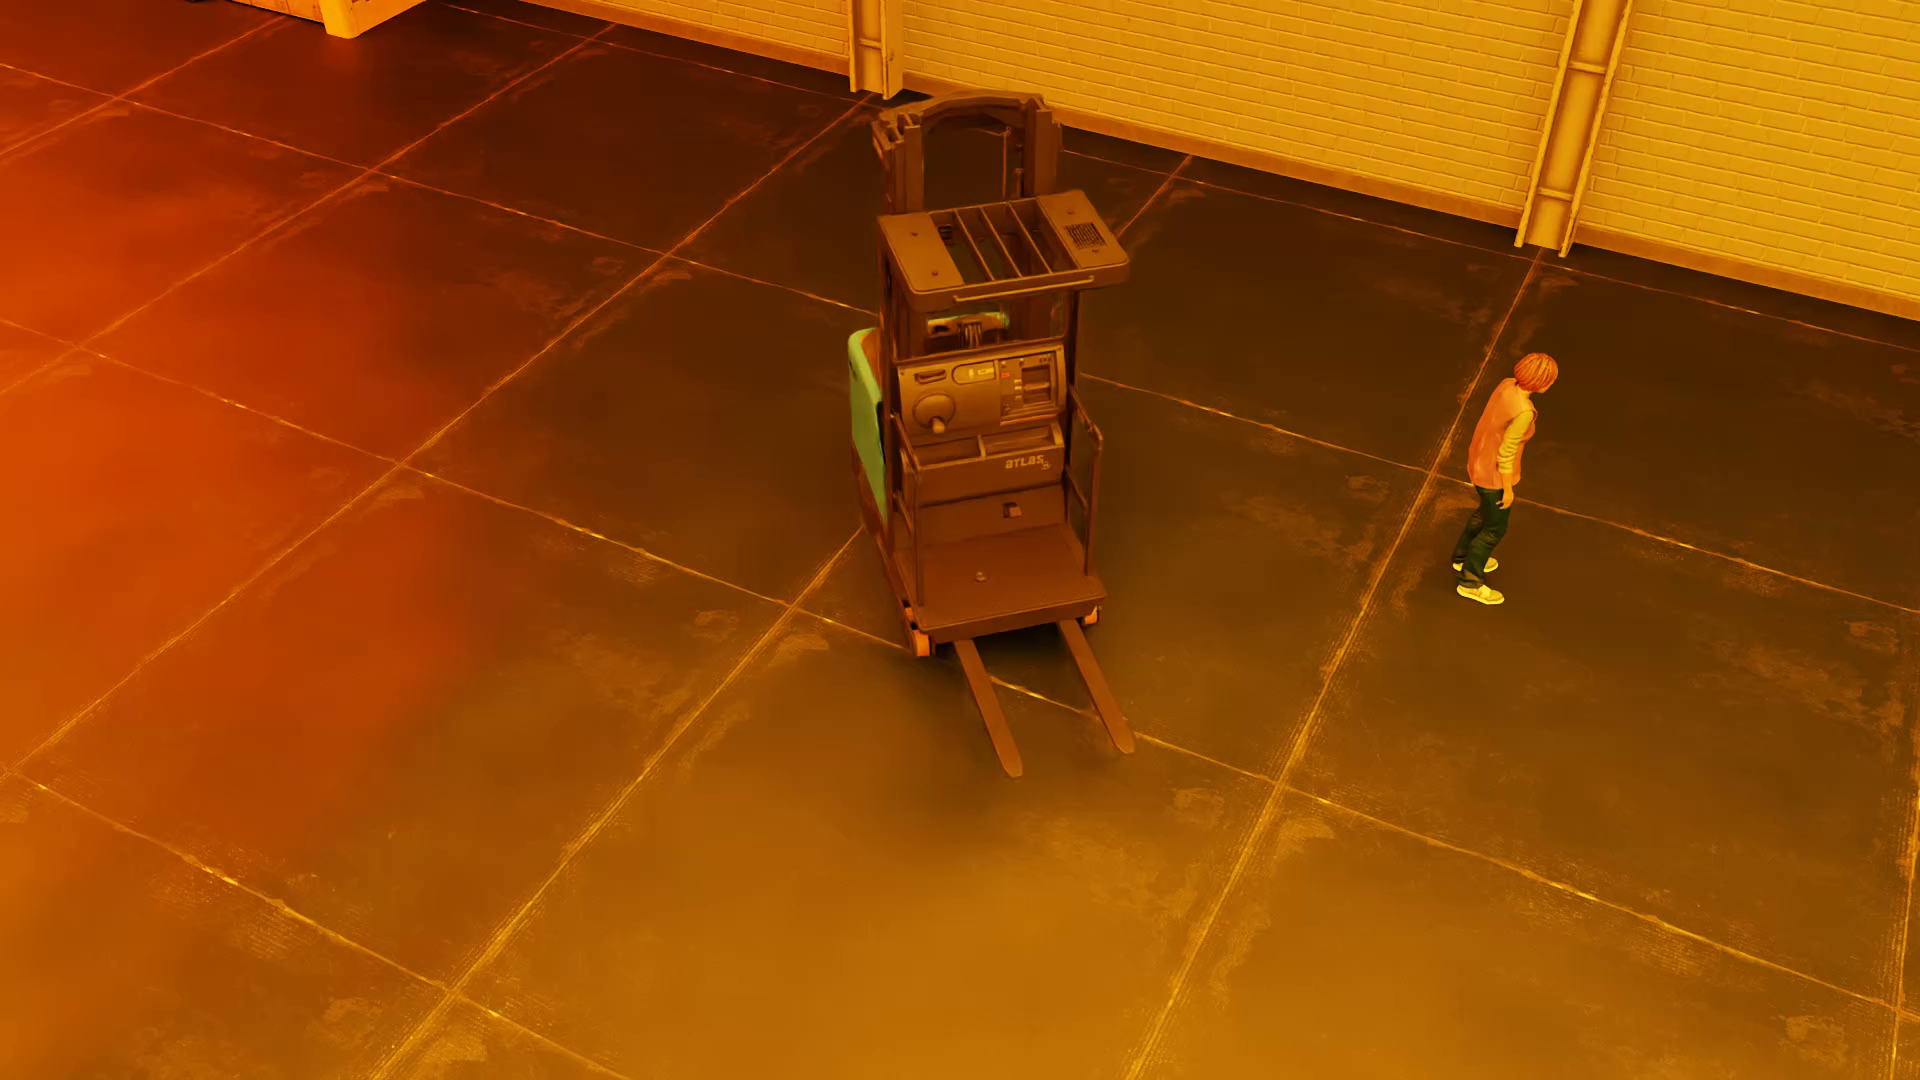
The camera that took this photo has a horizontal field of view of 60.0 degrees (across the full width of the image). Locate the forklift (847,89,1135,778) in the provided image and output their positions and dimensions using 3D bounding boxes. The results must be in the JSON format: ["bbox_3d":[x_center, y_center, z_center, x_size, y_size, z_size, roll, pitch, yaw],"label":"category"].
[{"bbox_3d":[0.182,-0.738,8.863,1.130,2.935,3.031,-10,41,-12],"label":"forklift"}]

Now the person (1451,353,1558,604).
[{"bbox_3d":[3.068,-0.377,9.475,0.348,1.592,0.471,4,40,4],"label":"person"}]
